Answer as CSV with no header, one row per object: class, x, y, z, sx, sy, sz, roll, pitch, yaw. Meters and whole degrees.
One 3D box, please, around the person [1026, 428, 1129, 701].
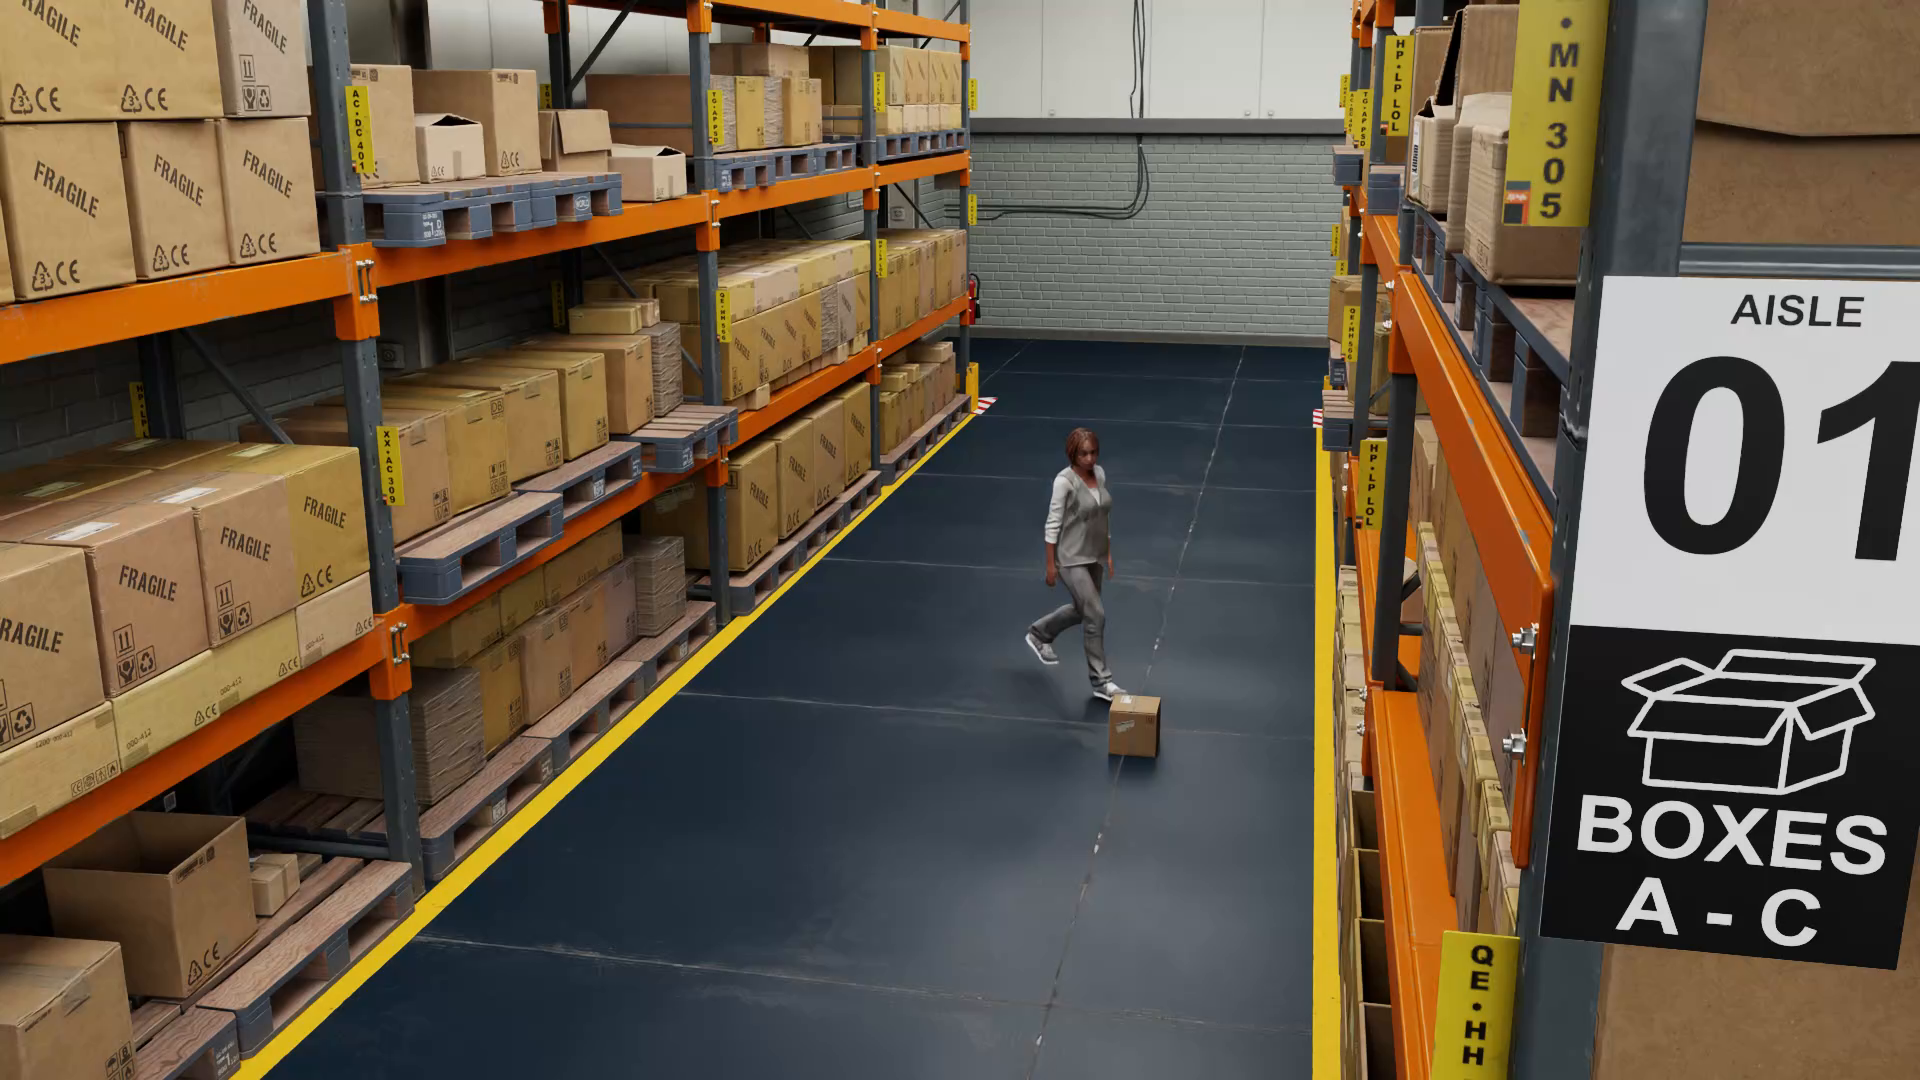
person,0.662,0.110,9.601,0.856,1.559,0.417,13,19,39
